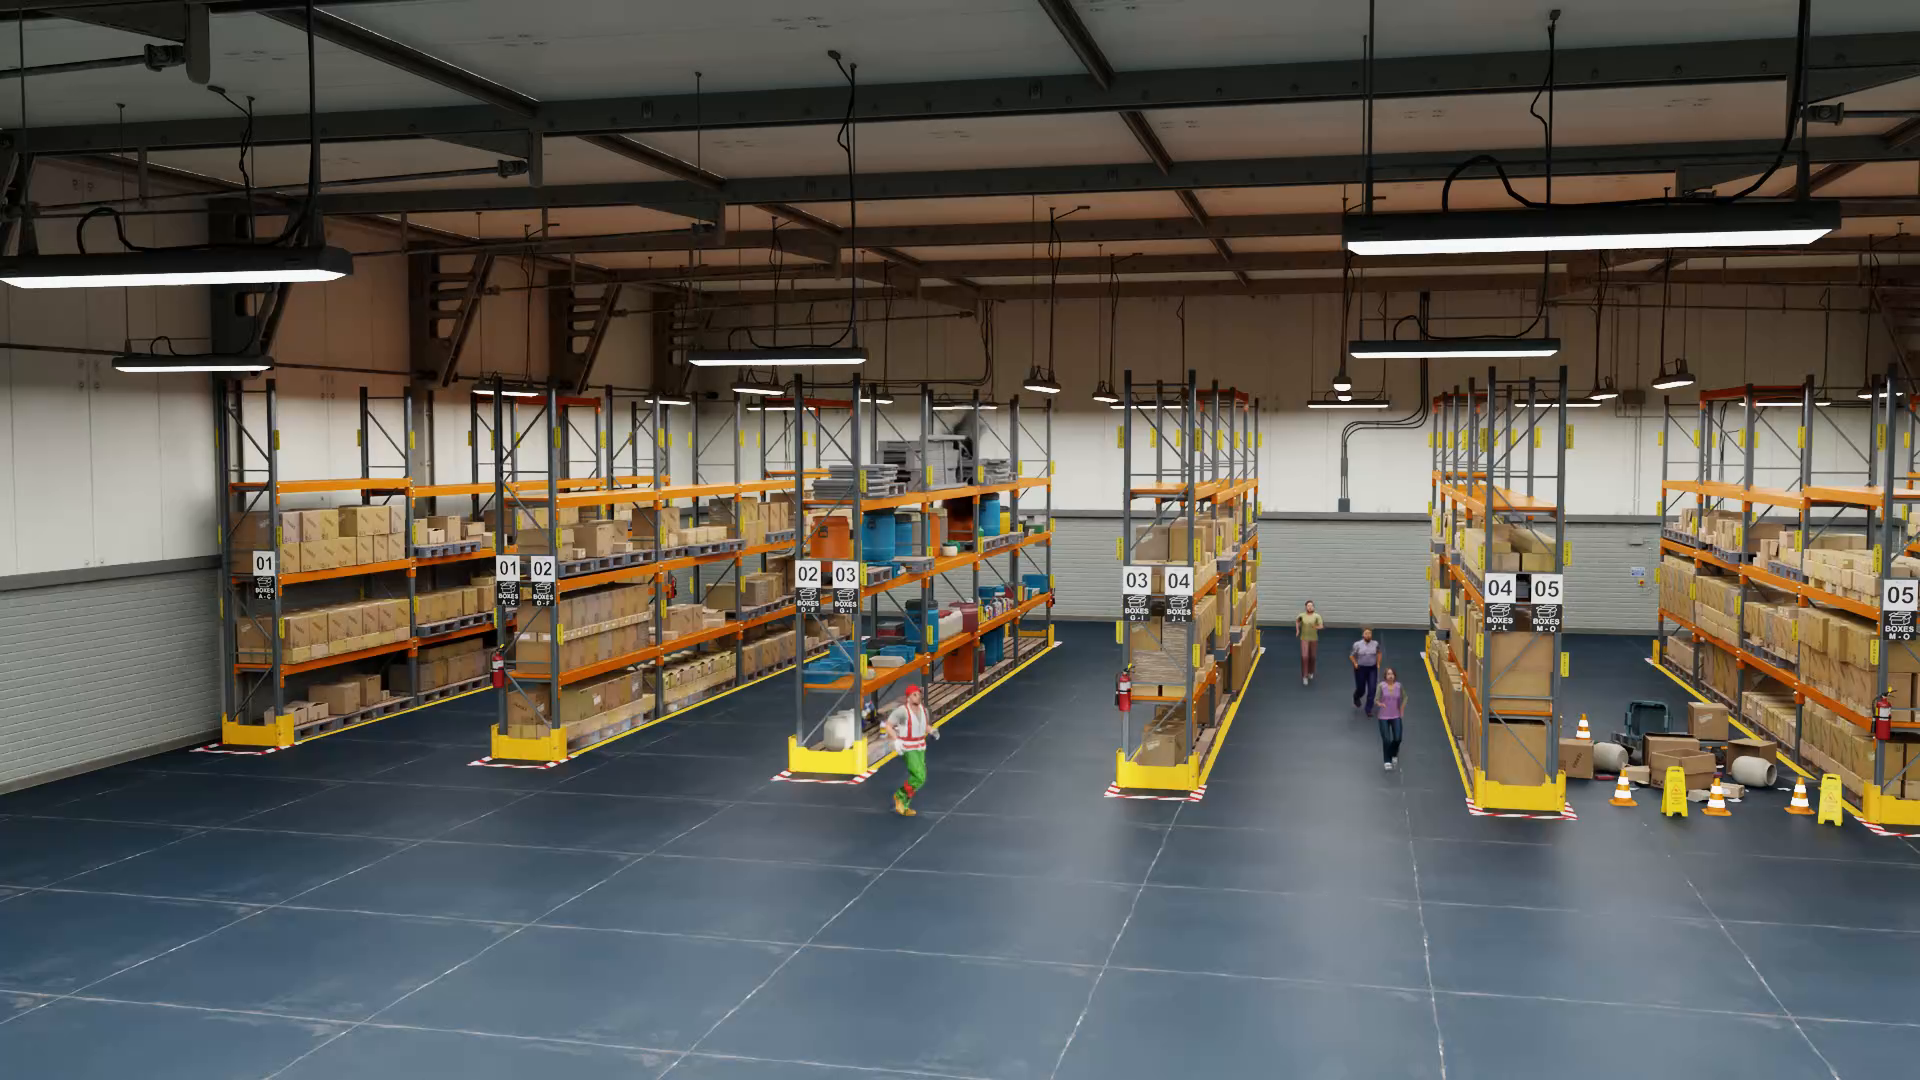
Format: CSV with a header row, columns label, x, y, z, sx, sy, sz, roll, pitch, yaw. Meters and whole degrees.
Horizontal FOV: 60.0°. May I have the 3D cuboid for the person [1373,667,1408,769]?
label,x,y,z,sx,sy,sz,roll,pitch,yaw
person,6.509,2.703,25.104,0.522,1.558,0.555,1,3,9

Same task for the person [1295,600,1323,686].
label,x,y,z,sx,sy,sz,roll,pitch,yaw
person,7.204,2.095,34.295,0.555,1.709,0.854,1,3,8

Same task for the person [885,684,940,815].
label,x,y,z,sx,sy,sz,roll,pitch,yaw
person,-0.574,2.793,22.079,0.597,1.748,0.632,3,5,42

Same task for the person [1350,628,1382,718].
label,x,y,z,sx,sy,sz,roll,pitch,yaw
person,7.394,2.393,30.298,0.597,1.603,0.754,0,3,3
